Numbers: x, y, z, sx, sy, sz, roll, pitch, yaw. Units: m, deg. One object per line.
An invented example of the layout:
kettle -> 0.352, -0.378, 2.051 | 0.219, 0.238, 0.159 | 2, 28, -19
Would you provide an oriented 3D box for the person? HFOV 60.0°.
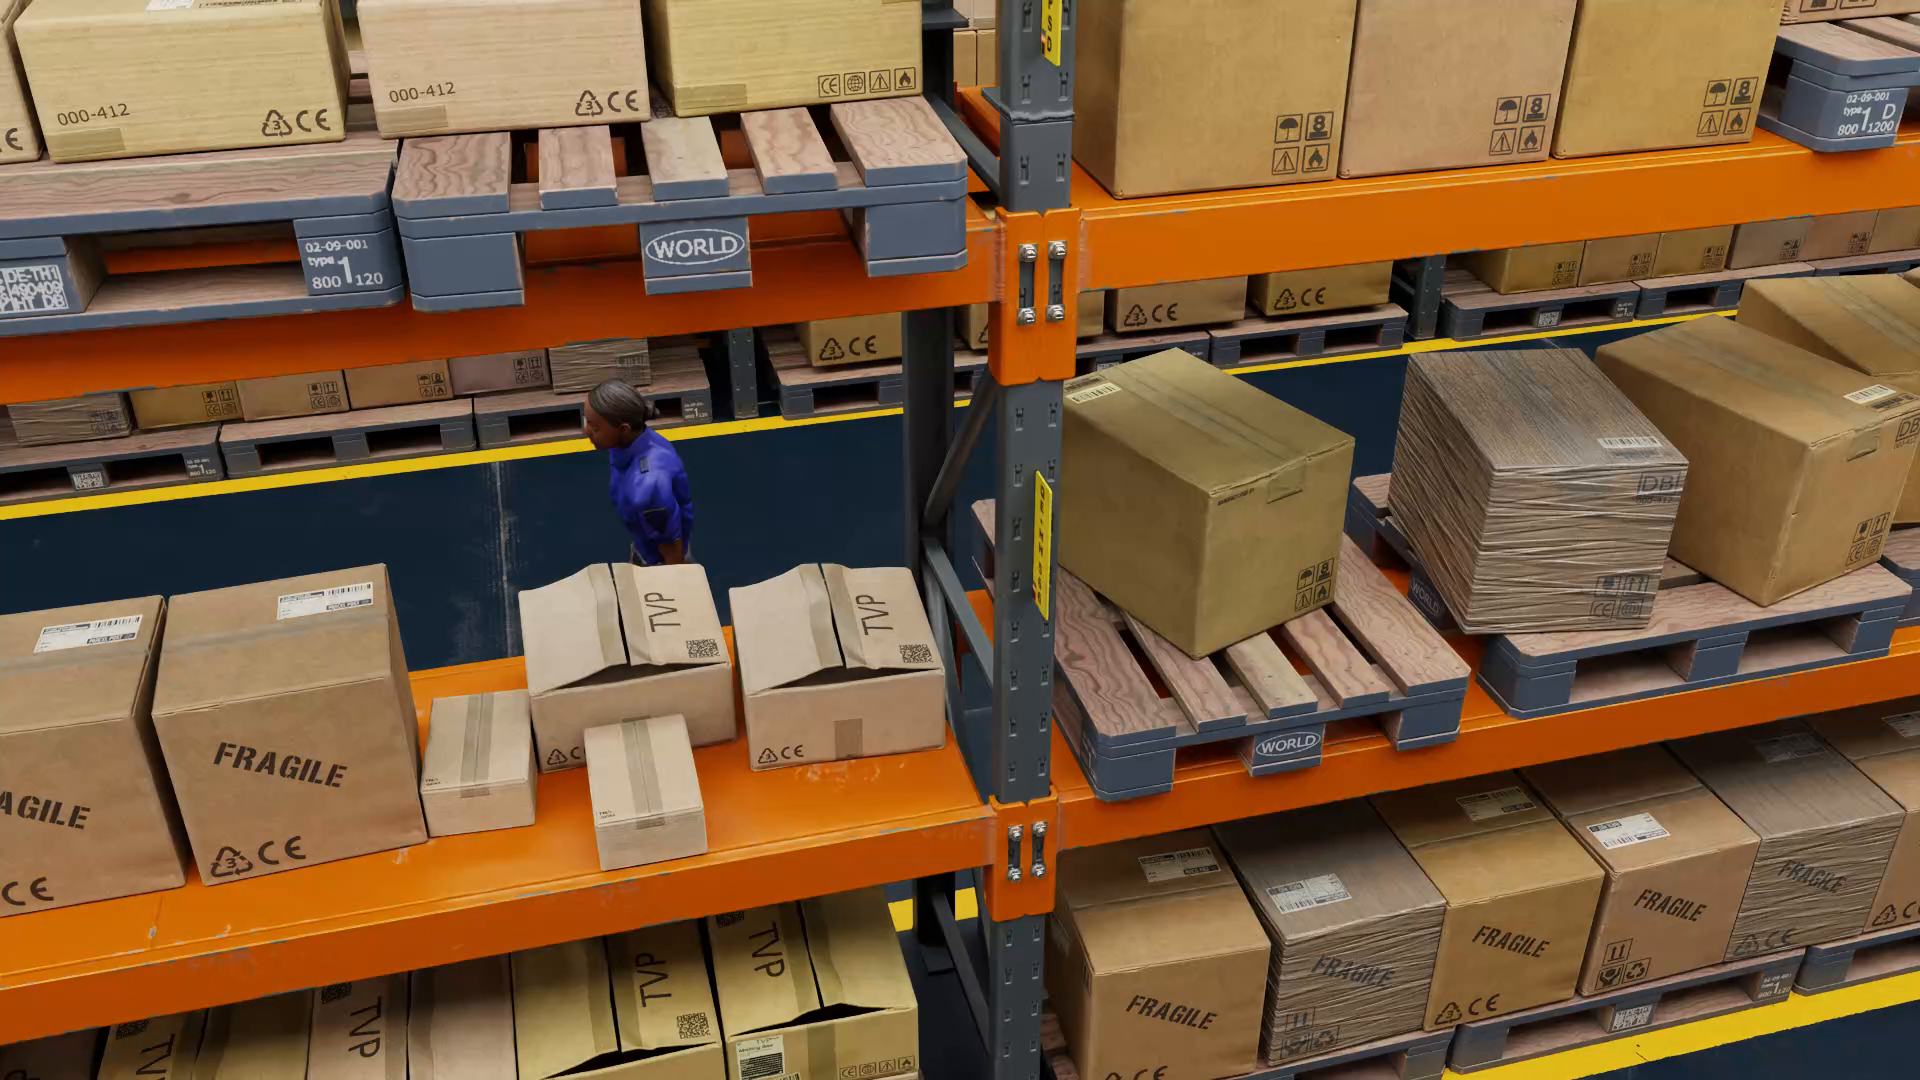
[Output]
person -> -1.082, 0.161, 5.863 | 0.352, 1.653, 0.531 | -10, 32, -17
